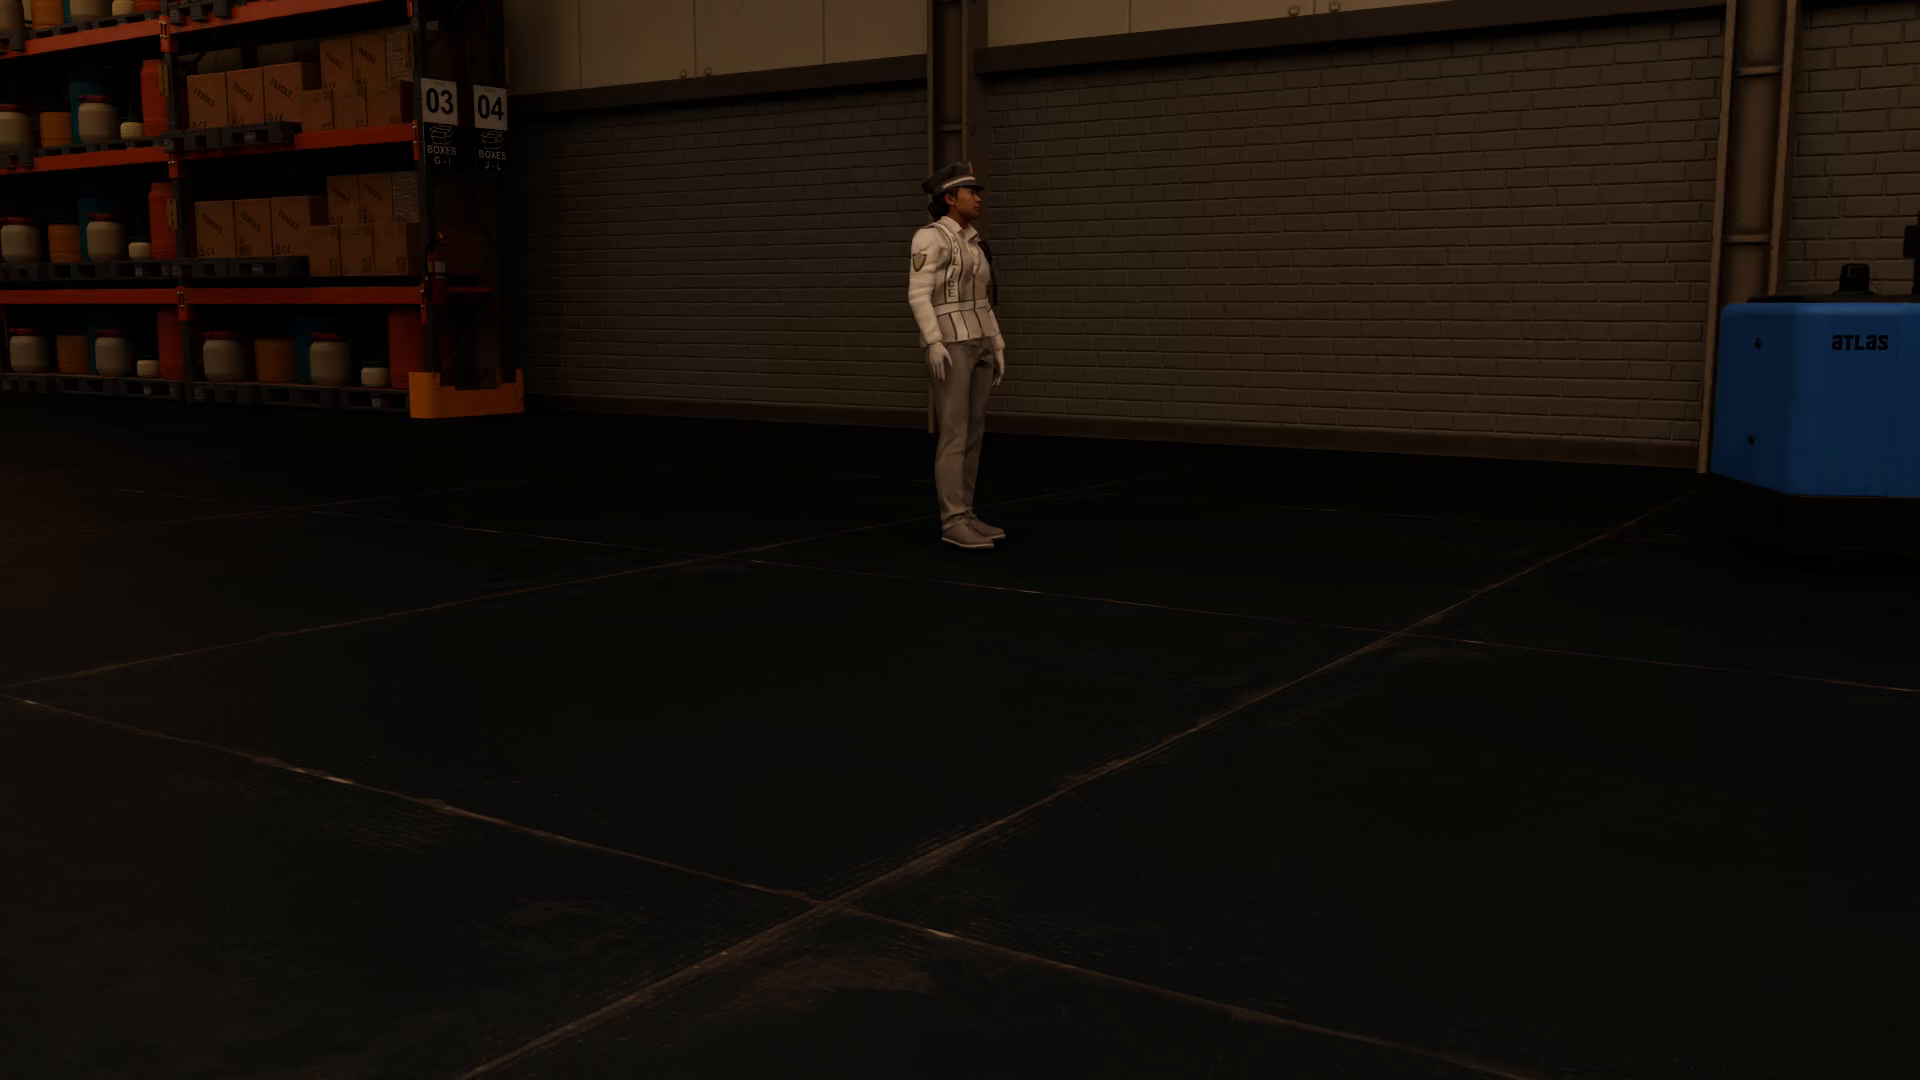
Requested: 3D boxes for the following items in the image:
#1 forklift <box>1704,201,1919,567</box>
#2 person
[{"bbox_3d":[4.863,-1.369,6.820,3.031,2.935,1.130,1,8,6],"label":"forklift"},{"bbox_3d":[0.053,-0.840,7.439,0.530,1.694,0.586,5,10,34],"label":"person"}]
